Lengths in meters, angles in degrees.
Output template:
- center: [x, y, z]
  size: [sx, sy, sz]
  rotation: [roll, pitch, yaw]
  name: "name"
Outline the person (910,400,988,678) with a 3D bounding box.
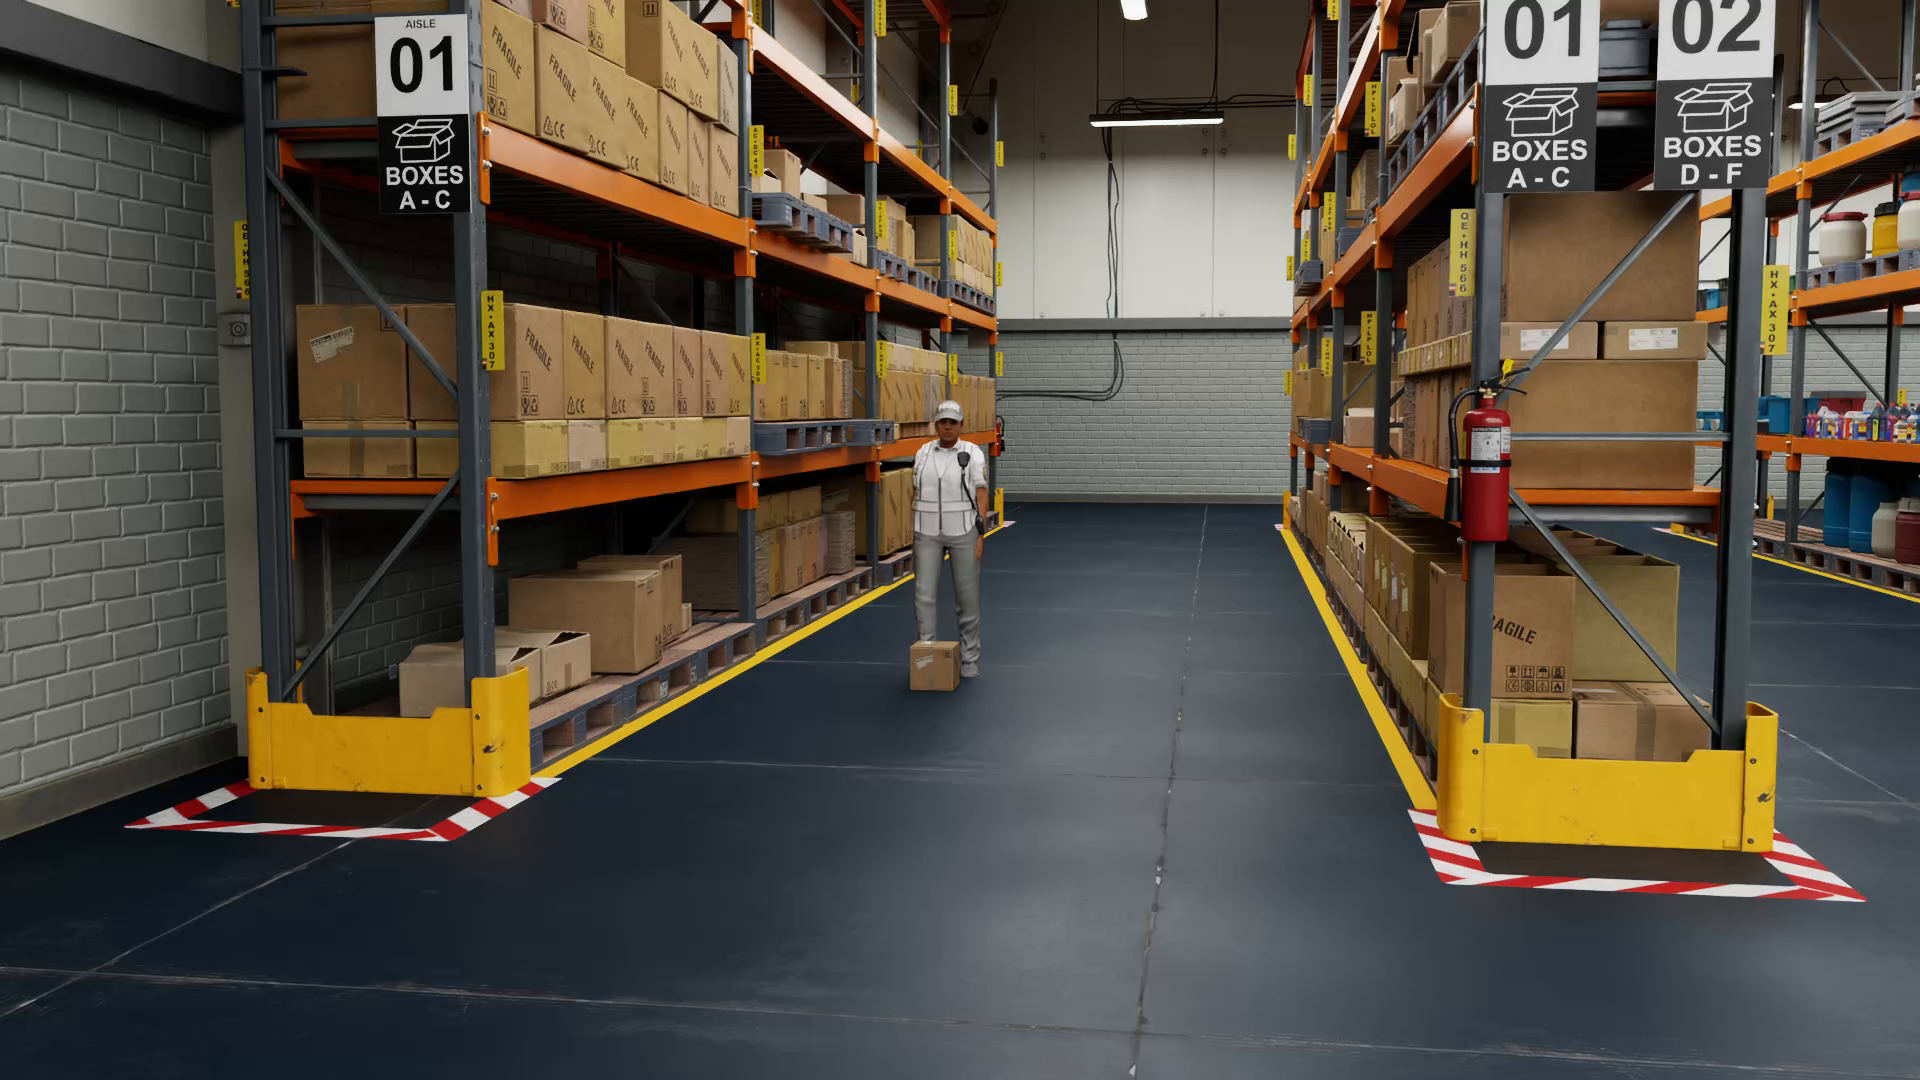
- center: [-0.070, 0.000, 10.033]
  size: [0.466, 1.679, 0.390]
  rotation: [1, 5, 10]
  name: "person"
